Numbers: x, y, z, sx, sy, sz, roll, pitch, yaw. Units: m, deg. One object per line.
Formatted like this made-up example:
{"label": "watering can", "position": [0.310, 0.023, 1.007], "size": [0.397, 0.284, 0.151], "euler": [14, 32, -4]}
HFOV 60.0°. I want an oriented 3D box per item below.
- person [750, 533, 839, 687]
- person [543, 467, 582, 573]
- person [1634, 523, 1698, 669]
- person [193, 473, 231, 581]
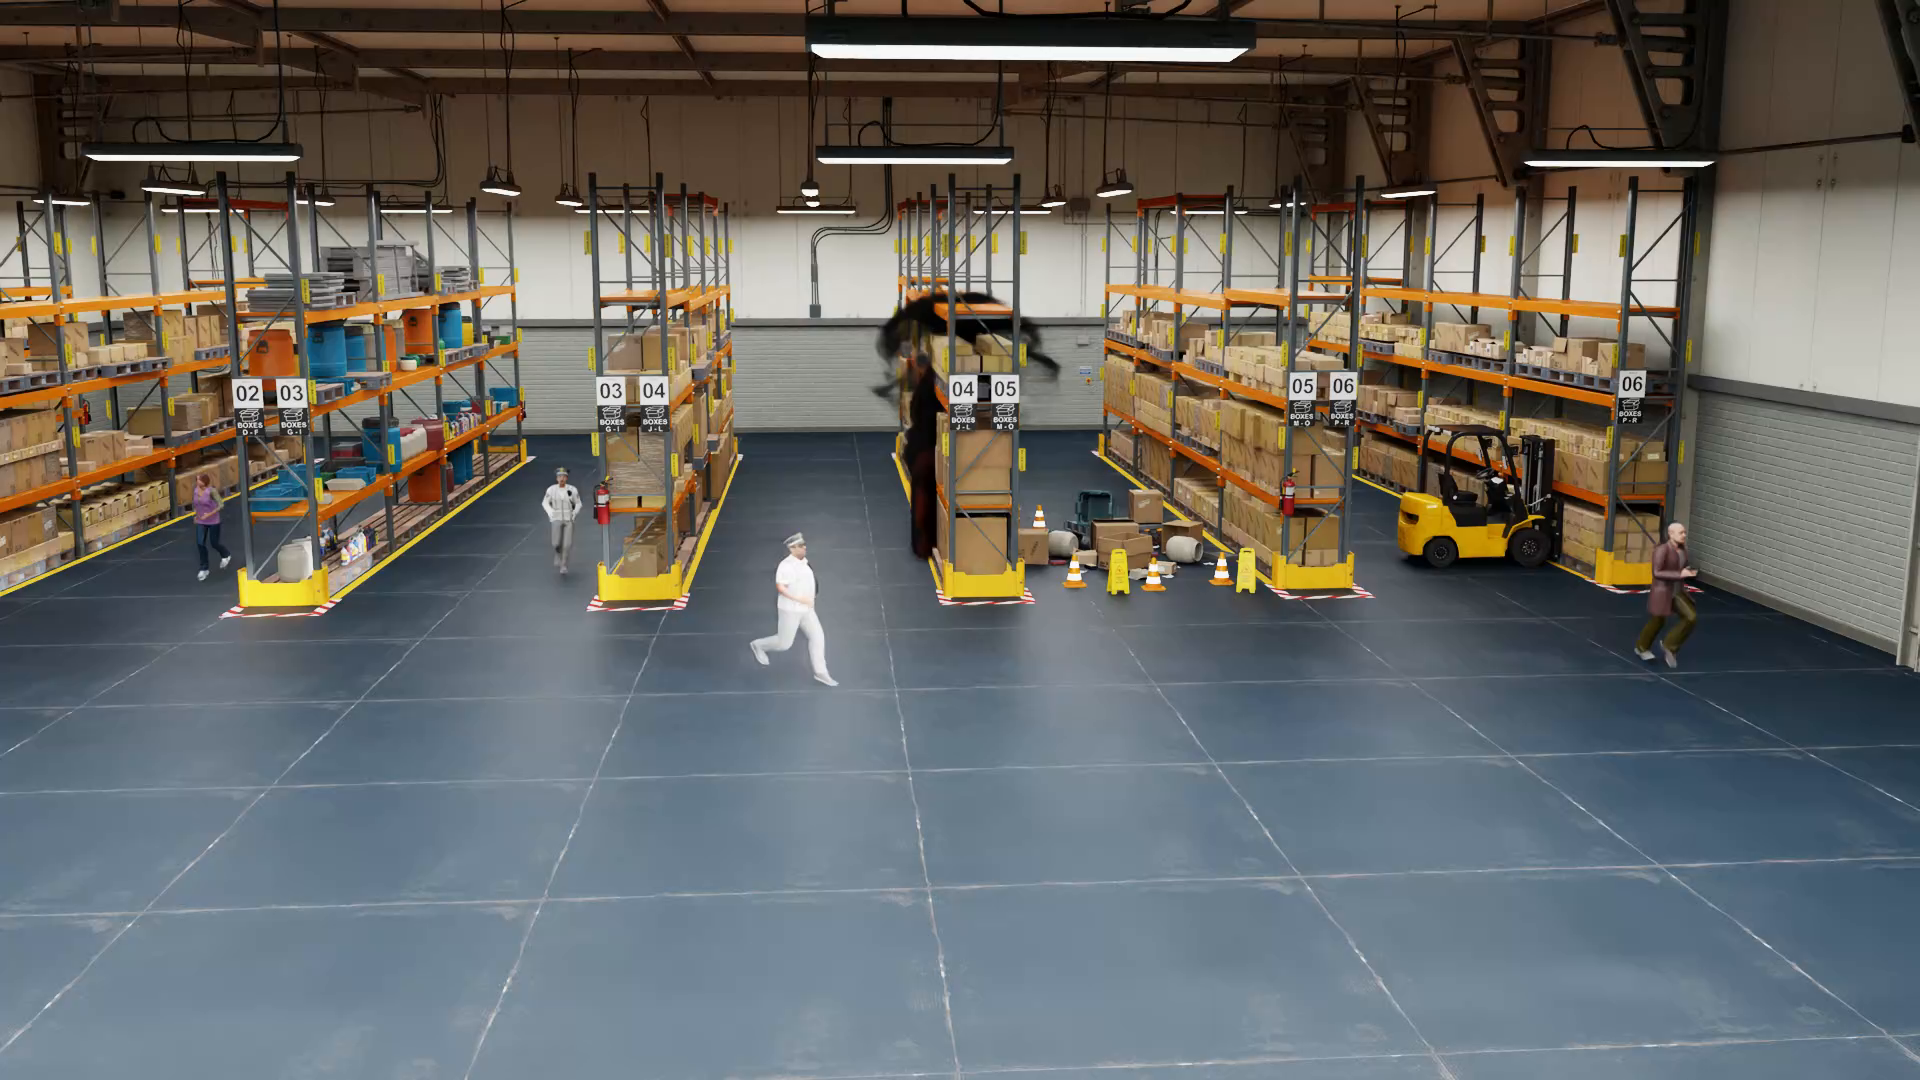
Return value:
{"label": "person", "position": [-1.929, 0.797, 19.247], "size": [1.112, 1.792, 0.633], "euler": [6, 12, 29]}
{"label": "person", "position": [-6.133, -0.308, 25.681], "size": [0.595, 1.651, 0.539], "euler": [-2, 10, -13]}
{"label": "person", "position": [8.479, 0.750, 19.924], "size": [0.752, 1.579, 0.886], "euler": [-5, 11, -27]}
{"label": "person", "position": [-11.459, -0.241, 25.468], "size": [0.535, 1.622, 0.766], "euler": [2, 10, 9]}
